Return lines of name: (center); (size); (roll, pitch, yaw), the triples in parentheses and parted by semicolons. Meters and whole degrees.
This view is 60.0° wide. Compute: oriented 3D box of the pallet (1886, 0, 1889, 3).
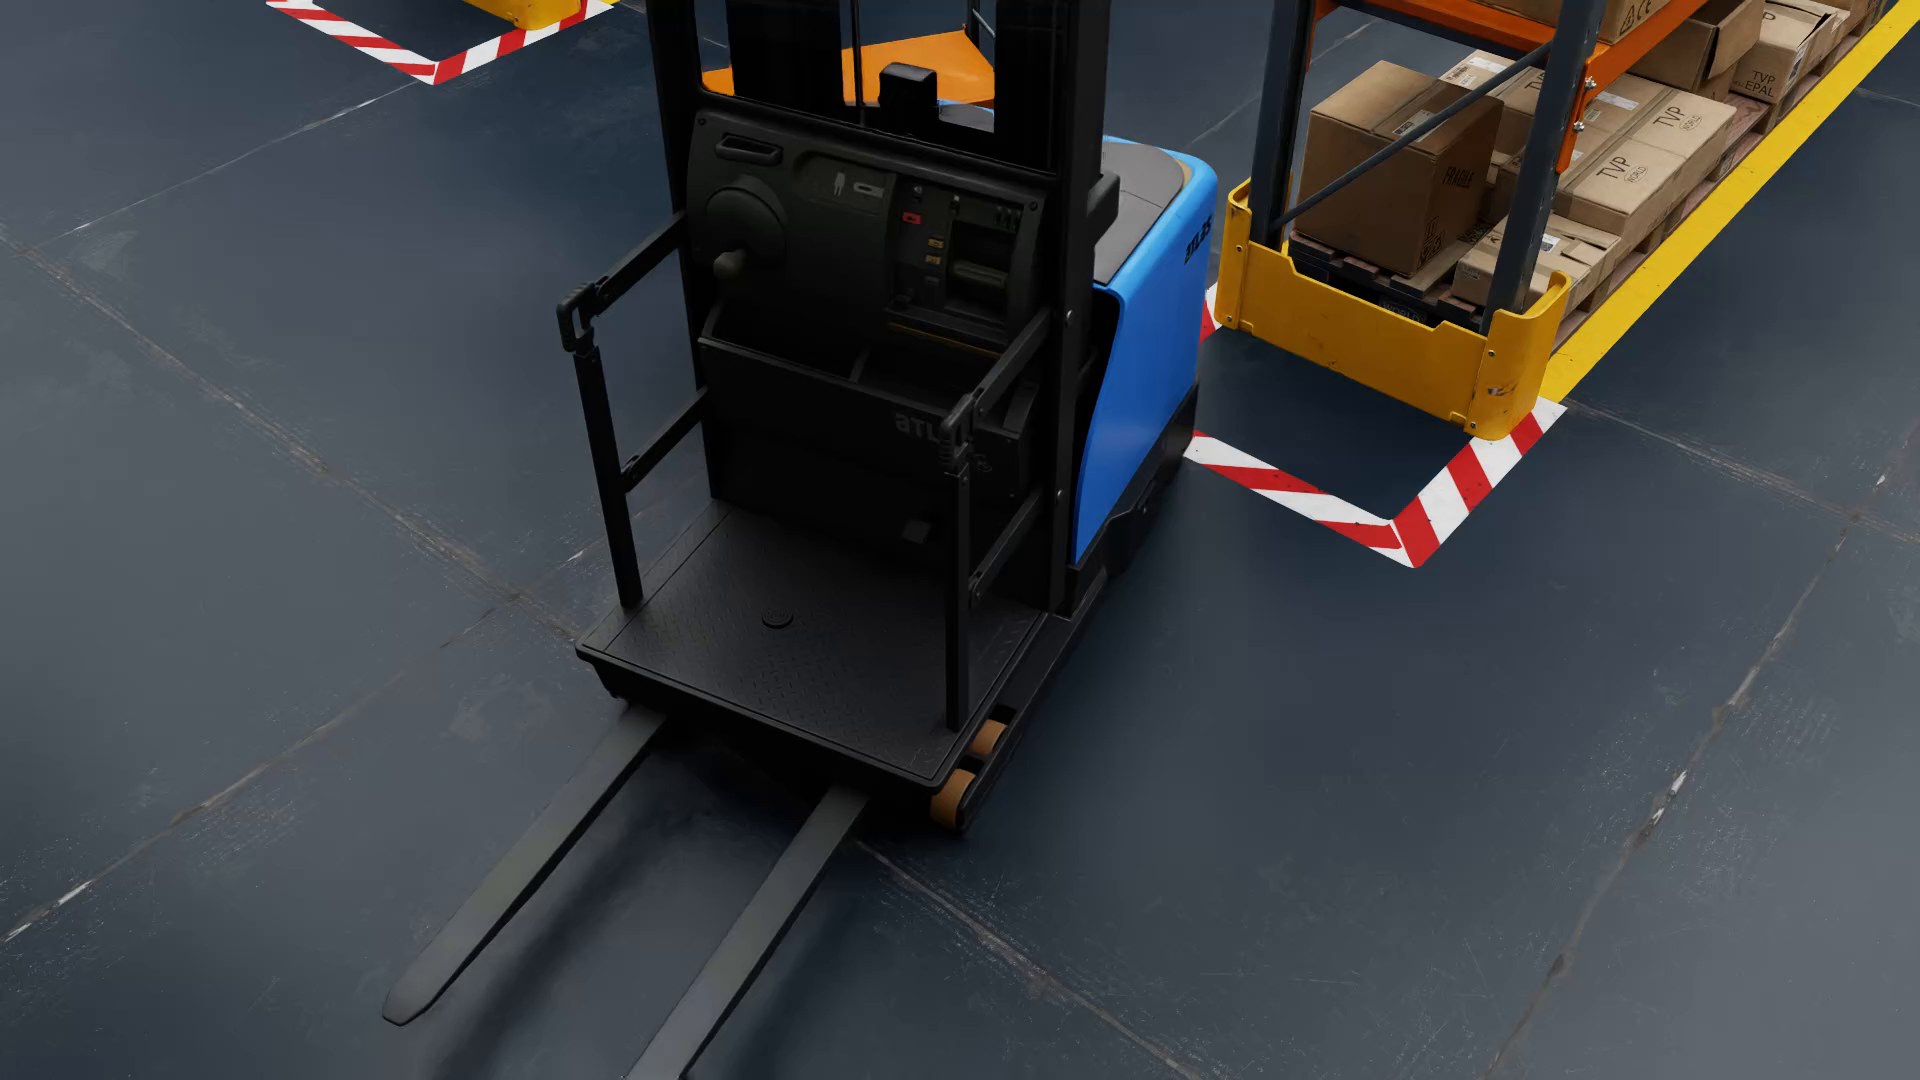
pallet: (4.491, -3.192, 8.603); (1.003, 0.211, 1.213); (29, 50, 28)

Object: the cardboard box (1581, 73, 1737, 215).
cardboard box: (2.632, -1.546, 6.437); (0.500, 0.250, 0.500); (29, 50, 28)

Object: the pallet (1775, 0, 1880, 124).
pallet: (3.553, -2.403, 7.736); (1.003, 0.211, 1.213); (29, 50, 28)

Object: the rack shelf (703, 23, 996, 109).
rack shelf: (-0.352, -1.405, 5.524); (1.000, 0.278, 0.538); (-14, 44, -15)

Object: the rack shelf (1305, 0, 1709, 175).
rack shelf: (2.709, -2.492, 6.296); (1.077, 0.370, 4.000); (29, 50, 28)

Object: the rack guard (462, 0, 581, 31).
rack guard: (-2.373, -2.932, 8.103); (1.175, 0.500, 0.348); (29, 50, 28)

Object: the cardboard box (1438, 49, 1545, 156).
cardboard box: (2.217, -1.737, 6.647); (0.500, 0.250, 0.500); (29, 50, 28)

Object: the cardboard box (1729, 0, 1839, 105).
cardboard box: (3.364, -2.154, 7.061); (0.500, 0.311, 0.500); (29, 50, 28)

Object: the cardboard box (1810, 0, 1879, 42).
cardboard box: (3.846, -2.610, 7.422); (0.500, 0.500, 0.500); (29, 50, 28)

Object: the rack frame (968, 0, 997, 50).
rack frame: (0.125, -1.305, 5.849); (0.032, 1.125, 0.500); (-14, 44, -15)

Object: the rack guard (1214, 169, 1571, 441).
rack guard: (1.471, -0.843, 5.805); (1.175, 0.500, 0.348); (29, 50, 28)

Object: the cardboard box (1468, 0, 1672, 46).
cardboard box: (1.909, -1.880, 5.013); (0.500, 0.500, 0.500); (31, 50, 29)

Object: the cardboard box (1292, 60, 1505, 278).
cardboard box: (1.583, -1.353, 6.039); (0.500, 0.500, 0.500); (29, 50, 28)

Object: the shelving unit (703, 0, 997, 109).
shelving unit: (-0.352, -1.188, 5.721); (1.048, 1.125, 0.538); (-14, 44, -15)

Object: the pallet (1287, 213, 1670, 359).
pallet: (1.983, -1.147, 6.355); (1.003, 0.211, 1.213); (29, 50, 28)

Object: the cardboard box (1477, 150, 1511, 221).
cardboard box: (1.913, -1.399, 6.338); (0.380, 0.166, 0.250); (29, 50, 28)

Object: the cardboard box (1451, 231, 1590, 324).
cardboard box: (1.954, -0.903, 5.806); (0.380, 0.149, 0.250); (29, 50, 28)

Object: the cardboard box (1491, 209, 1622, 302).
cardboard box: (2.115, -1.039, 5.942); (0.380, 0.166, 0.250); (29, 50, 28)

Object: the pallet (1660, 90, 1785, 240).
pallet: (2.768, -1.772, 7.042); (1.003, 0.211, 1.213); (29, 50, 28)

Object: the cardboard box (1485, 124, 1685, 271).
cardboard box: (2.311, -1.289, 6.154); (0.500, 0.250, 0.500); (29, 50, 28)

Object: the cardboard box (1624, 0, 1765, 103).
cardboard box: (2.791, -2.058, 6.812); (0.797, 0.503, 0.637); (29, 50, 28)

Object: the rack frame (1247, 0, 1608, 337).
rack frame: (1.422, -1.729, 4.921); (1.000, 3.000, 0.127); (29, 50, 28)

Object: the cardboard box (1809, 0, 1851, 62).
cardboard box: (3.651, -2.261, 7.299); (0.380, 0.149, 0.250); (29, 50, 28)

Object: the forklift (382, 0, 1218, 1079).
forklift: (-0.333, -0.662, 3.799); (1.130, 2.935, 3.031); (18, 45, 19)

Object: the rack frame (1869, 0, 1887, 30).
rack frame: (3.996, -3.788, 7.187); (1.000, 3.000, 0.127); (29, 50, 28)
